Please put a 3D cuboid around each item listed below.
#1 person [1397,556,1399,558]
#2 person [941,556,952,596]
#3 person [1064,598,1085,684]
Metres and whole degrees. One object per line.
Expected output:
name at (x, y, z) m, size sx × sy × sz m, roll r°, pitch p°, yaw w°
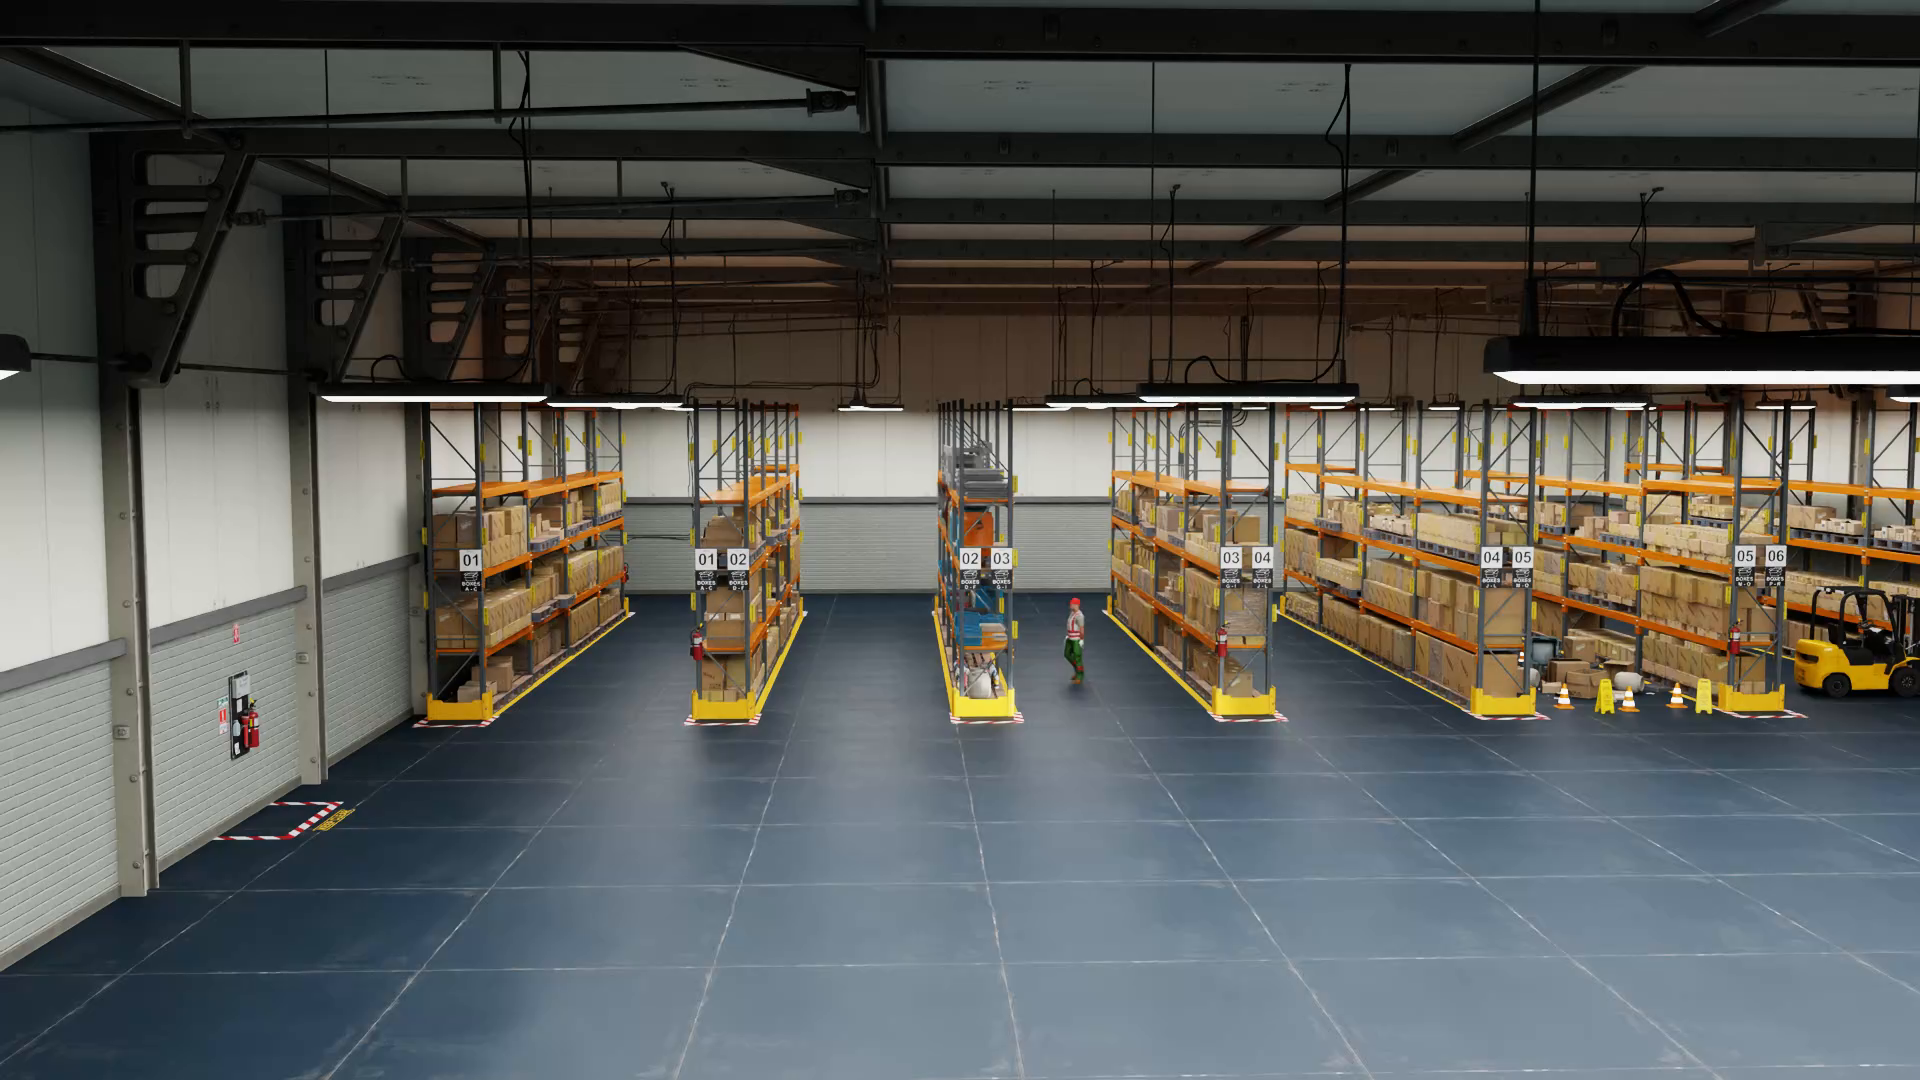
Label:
person at (12.434, 1.309, 46.716) m, size 0.496 × 1.723 × 0.907 m, roll -4°, pitch 6°, yaw -41°
person at (-0.166, 1.005, 51.324) m, size 0.972 × 1.628 × 0.568 m, roll 1°, pitch 5°, yaw 18°
person at (2.491, 2.126, 35.348) m, size 0.433 × 1.789 × 0.613 m, roll -1°, pitch 5°, yaw -18°
